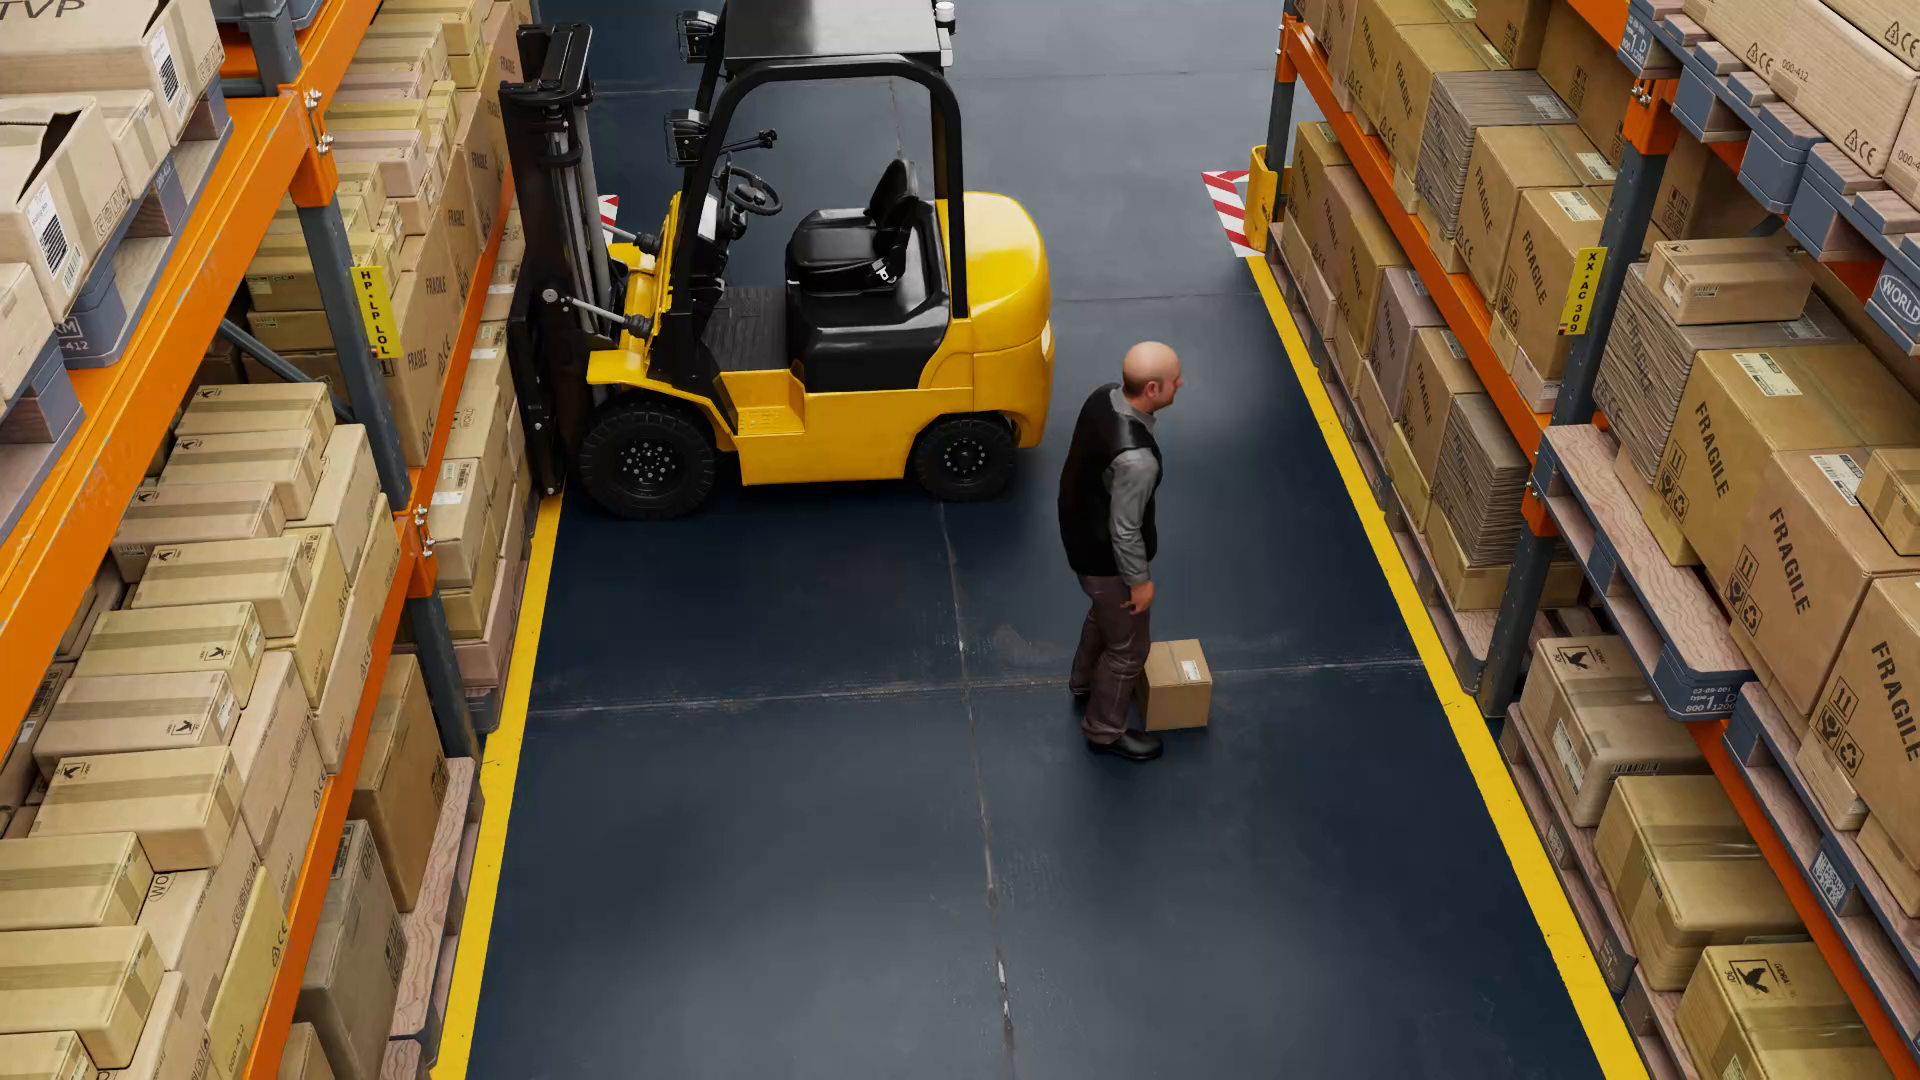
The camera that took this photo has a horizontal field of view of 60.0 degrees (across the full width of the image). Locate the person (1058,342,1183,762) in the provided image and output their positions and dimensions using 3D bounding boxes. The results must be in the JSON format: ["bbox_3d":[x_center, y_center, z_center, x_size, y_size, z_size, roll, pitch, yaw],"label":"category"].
[{"bbox_3d":[0.567,0.028,6.139,0.413,1.721,0.581,-3,39,-4],"label":"person"}]
